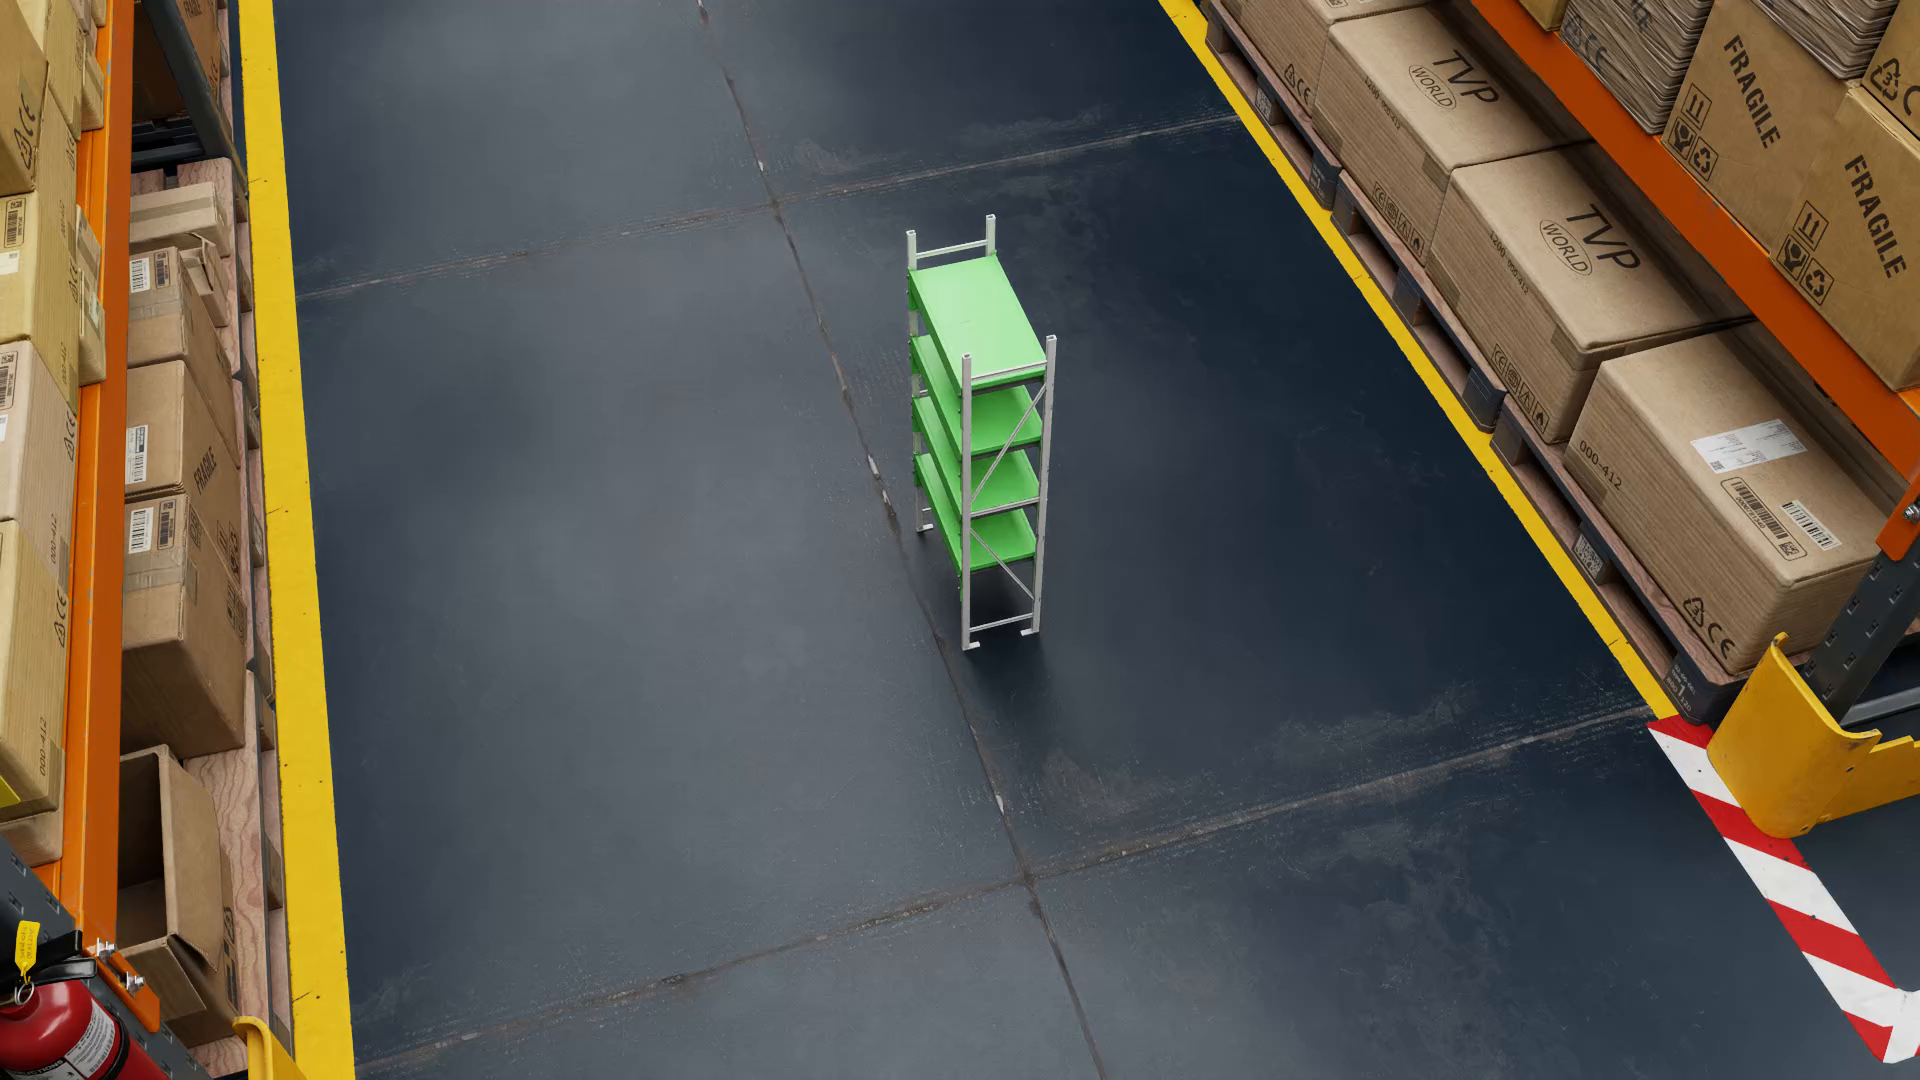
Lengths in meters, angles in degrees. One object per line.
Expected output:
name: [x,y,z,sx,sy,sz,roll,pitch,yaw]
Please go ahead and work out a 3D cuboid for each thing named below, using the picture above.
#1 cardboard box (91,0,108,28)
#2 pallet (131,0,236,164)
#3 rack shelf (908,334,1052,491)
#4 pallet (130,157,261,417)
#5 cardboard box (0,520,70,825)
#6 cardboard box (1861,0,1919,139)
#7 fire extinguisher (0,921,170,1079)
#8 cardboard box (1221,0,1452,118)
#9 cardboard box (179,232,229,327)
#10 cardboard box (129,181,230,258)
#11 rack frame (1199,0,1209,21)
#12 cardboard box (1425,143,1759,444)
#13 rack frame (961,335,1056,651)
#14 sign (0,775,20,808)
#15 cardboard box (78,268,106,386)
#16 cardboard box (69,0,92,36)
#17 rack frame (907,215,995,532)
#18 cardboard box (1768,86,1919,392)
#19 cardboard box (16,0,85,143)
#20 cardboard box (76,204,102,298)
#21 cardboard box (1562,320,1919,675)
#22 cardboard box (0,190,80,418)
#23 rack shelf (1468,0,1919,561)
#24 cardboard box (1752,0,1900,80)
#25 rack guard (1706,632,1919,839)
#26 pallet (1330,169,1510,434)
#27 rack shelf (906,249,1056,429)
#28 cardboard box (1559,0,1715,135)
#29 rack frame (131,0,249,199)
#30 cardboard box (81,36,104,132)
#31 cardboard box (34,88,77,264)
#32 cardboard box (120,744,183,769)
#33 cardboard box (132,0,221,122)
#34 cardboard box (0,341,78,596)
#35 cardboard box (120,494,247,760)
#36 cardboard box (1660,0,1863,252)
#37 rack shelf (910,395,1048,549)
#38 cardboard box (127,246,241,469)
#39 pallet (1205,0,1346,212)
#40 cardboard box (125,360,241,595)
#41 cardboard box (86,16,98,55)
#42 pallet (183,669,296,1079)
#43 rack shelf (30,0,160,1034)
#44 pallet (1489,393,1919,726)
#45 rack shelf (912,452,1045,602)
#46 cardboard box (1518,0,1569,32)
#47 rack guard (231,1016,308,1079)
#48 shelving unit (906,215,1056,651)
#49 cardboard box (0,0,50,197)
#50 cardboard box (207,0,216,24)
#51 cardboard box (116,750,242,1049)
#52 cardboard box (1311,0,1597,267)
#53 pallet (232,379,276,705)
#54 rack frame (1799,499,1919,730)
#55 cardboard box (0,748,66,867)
cardboard box: [-2.679,-1.579,4.784,0.380,0.149,0.250,-12,51,-10]
pallet: [-3.489,-1.892,6.707,1.003,0.211,1.213,-13,51,-11]
rack shelf: [0.049,-0.379,4.555,0.258,0.148,0.480,-13,51,-11]
pallet: [-3.010,-0.805,5.791,1.003,0.211,1.213,-13,51,-11]
cardboard box: [-1.906,0.276,2.959,0.500,0.250,0.500,-13,51,-11]
cardboard box: [2.341,-1.062,3.464,0.500,0.500,0.500,-12,51,-10]
fire extinguisher: [-1.544,0.864,2.854,0.296,0.674,0.183,-13,51,-11]
cardboard box: [1.611,-2.157,6.508,0.875,0.438,0.875,-14,51,-12]
cardboard box: [-2.661,-0.858,5.525,0.396,0.266,0.258,-12,51,-10]
cardboard box: [-2.767,-1.081,5.790,0.380,0.149,0.250,-15,51,-12]
rack frame: [1.528,-3.331,6.096,1.000,3.000,0.127,-13,51,-11]
cardboard box: [2.142,-0.845,5.401,0.875,0.438,0.875,-12,51,-10]
rack frame: [0.121,-0.088,4.539,0.240,1.200,0.015,-13,51,-11]
sign: [-1.511,0.314,2.457,0.100,0.325,0.005,-13,51,-11]
cardboard box: [-2.198,-0.457,3.838,0.380,0.149,0.250,-15,51,-12]
cardboard box: [-2.666,-1.574,4.518,0.500,0.250,0.500,-13,51,-11]
rack frame: [-0.023,-0.444,4.840,0.240,1.200,0.015,-13,51,-11]
cardboard box: [2.316,-0.734,3.841,0.500,0.500,0.500,-13,51,-11]
cardboard box: [-2.531,-1.206,4.209,0.500,0.250,0.500,-14,51,-11]
cardboard box: [-2.295,-0.645,3.996,0.380,0.149,0.250,-12,51,-10]
cardboard box: [2.420,-0.178,4.839,0.875,0.438,0.875,-15,51,-12]
cardboard box: [-2.209,-0.462,3.581,0.500,0.250,0.500,-14,51,-12]
rack shelf: [2.120,-1.638,5.139,1.077,0.370,4.000,-13,51,-11]
cardboard box: [2.159,-1.437,3.780,0.500,0.500,0.500,-13,51,-11]
rack guard: [2.718,0.414,4.574,1.175,0.500,0.348,-13,51,-11]
pallet: [2.043,-0.966,5.926,1.003,0.211,1.213,-13,51,-11]
rack shelf: [0.049,-0.534,4.371,0.258,0.148,0.480,-13,51,-11]
cardboard box: [2.020,-1.477,4.468,0.500,0.500,0.500,-12,51,-10]
rack frame: [-3.212,-2.206,5.147,1.000,3.000,0.127,-13,51,-11]
cardboard box: [-2.525,-1.201,4.465,0.380,0.149,0.250,-14,51,-12]
cardboard box: [-2.380,-0.830,3.892,0.500,0.250,0.500,-15,51,-12]
cardboard box: [-2.208,0.712,4.278,0.380,0.149,0.250,-15,52,-12]
cardboard box: [-3.140,-1.939,6.283,0.500,0.500,0.500,-11,51,-9]
cardboard box: [-2.055,-0.092,3.269,0.500,0.250,0.500,-13,51,-11]
cardboard box: [-2.335,0.285,4.408,0.700,0.500,0.500,-11,51,-9]
cardboard box: [2.182,-1.104,4.153,0.500,0.500,0.500,-14,51,-12]
rack shelf: [0.049,-0.225,4.738,0.258,0.148,0.480,-13,51,-11]
cardboard box: [-2.642,-0.473,5.047,0.700,0.500,0.500,-15,52,-12]
pallet: [1.678,-1.859,6.679,1.003,0.211,1.213,-13,51,-11]
cardboard box: [-2.396,-0.124,4.753,0.500,0.500,0.500,-12,51,-10]
cardboard box: [-2.627,-1.381,4.617,0.380,0.149,0.250,-12,51,-10]
pallet: [-2.289,0.977,4.288,1.003,0.211,1.213,-13,51,-11]
rack shelf: [-2.621,-0.513,4.191,1.077,0.370,4.000,-13,51,-11]
pallet: [2.400,-0.077,5.177,1.003,0.211,1.213,-13,51,-11]
rack shelf: [0.049,-0.070,4.922,0.258,0.148,0.480,-13,51,-11]
cardboard box: [1.855,-1.851,4.783,0.500,0.500,0.500,-12,51,-10]
rack guard: [-2.052,1.466,3.687,1.175,0.500,0.348,-13,51,-11]
shelving unit: [0.049,-0.266,4.689,0.258,1.200,0.503,-13,51,-11]
cardboard box: [-2.350,-1.061,3.596,0.500,0.500,0.500,-12,51,-10]
cardboard box: [-3.307,-2.326,6.609,0.500,0.500,0.500,-14,51,-11]
cardboard box: [-2.120,0.917,3.873,0.797,0.503,0.637,-15,52,-12]
cardboard box: [1.877,-1.504,5.957,0.875,0.438,0.875,-15,51,-12]
pallet: [-2.646,0.088,5.038,1.003,0.211,1.213,-13,51,-11]
rack frame: [2.711,-0.409,3.633,1.000,3.000,0.127,-13,51,-11]
cardboard box: [-1.864,0.495,3.035,0.380,0.149,0.250,-14,51,-11]
